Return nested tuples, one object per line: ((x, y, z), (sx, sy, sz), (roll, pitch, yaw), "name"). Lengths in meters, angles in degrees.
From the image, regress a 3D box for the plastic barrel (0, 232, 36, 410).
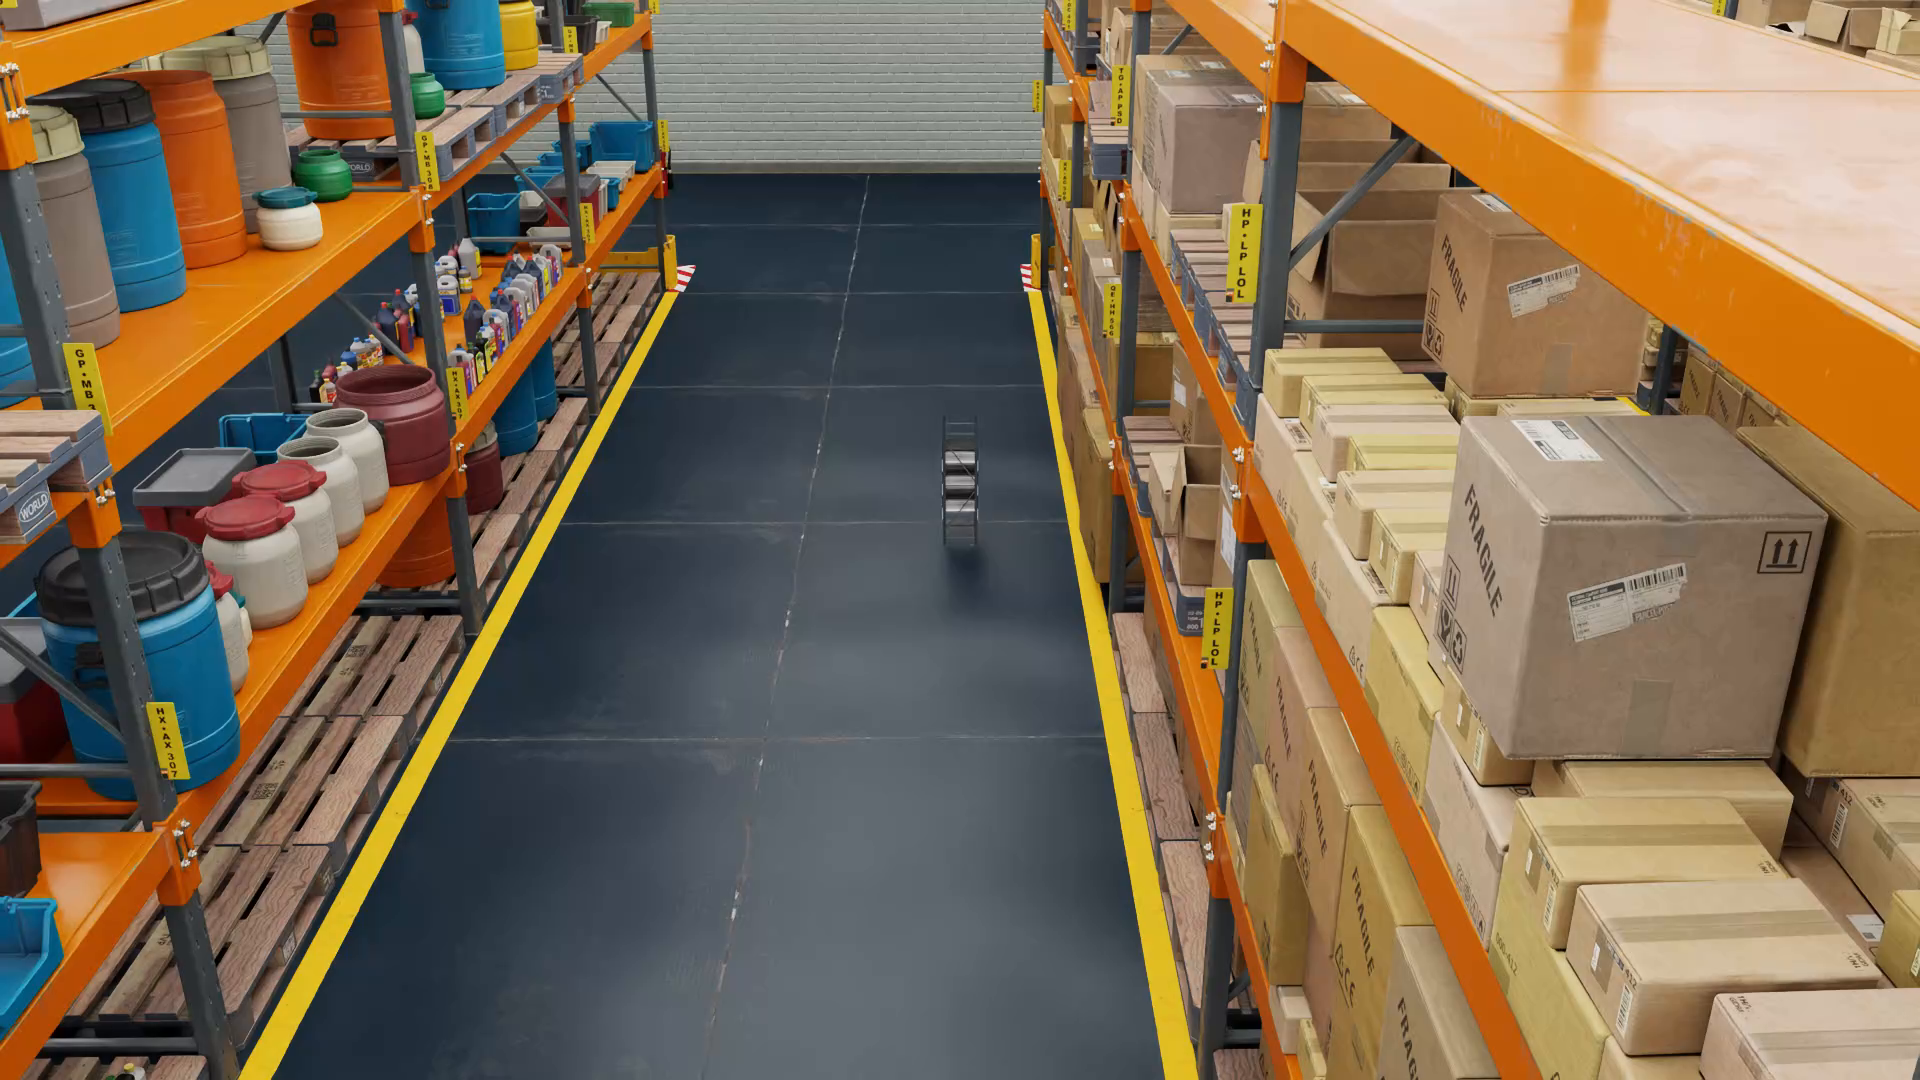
((-3.693, -0.937, 5.934), (0.600, 0.901, 0.708), (0, 24, -1), "plastic barrel")

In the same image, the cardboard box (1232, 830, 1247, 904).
((1.173, 1.152, 5.868), (0.380, 0.149, 0.250), (0, 24, -1), "cardboard box")

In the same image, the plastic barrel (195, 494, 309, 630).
((-3.270, 0.107, 7.708), (0.433, 0.535, 0.433), (0, 24, 0), "plastic barrel")

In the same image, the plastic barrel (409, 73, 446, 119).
((-3.296, -2.707, 10.133), (0.294, 0.245, 0.294), (0, 24, 0), "plastic barrel")

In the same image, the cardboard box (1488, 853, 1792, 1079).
((1.258, 0.791, 2.903), (0.500, 0.250, 0.500), (0, 24, 0), "cardboard box")

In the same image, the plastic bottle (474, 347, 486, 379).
((-3.176, -1.164, 10.926), (0.097, 0.201, 0.097), (0, 24, 0), "plastic bottle")

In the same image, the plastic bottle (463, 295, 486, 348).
((-3.360, -1.520, 11.531), (0.144, 0.351, 0.185), (0, 24, -1), "plastic bottle")

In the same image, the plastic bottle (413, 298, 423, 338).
((-3.801, -1.574, 11.747), (0.097, 0.271, 0.097), (0, 24, 0), "plastic bottle")

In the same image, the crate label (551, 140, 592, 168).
((-3.928, -3.926, 16.921), (0.416, 0.233, 0.303), (0, 24, -1), "crate label")

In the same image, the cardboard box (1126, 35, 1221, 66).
((1.359, -2.660, 9.717), (0.797, 0.503, 0.637), (1, 24, 3), "cardboard box")

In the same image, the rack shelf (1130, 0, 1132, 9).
((1.416, -3.852, 10.704), (1.077, 0.370, 4.000), (0, 24, -1), "rack shelf")

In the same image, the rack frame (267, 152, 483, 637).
((-3.515, -0.782, 9.838), (1.000, 3.000, 0.127), (0, 24, -1), "rack frame")

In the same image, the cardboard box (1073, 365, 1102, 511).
((1.449, -0.679, 11.680), (1.225, 0.875, 0.875), (0, 24, 0), "cardboard box")

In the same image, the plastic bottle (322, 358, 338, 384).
((-3.948, -0.988, 10.437), (0.061, 0.283, 0.133), (0, 24, -1), "plastic bottle")

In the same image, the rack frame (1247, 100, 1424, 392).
((1.482, -1.889, 5.007), (1.000, 3.000, 0.127), (0, 24, -1), "rack frame")

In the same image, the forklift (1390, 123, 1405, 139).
((3.899, -2.113, 12.864), (3.031, 2.935, 1.130), (5, 25, 12), "forklift")

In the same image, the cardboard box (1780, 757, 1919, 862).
((1.791, 0.475, 3.119), (0.380, 0.149, 0.250), (0, 24, -1), "cardboard box")

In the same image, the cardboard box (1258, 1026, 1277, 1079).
((1.446, 1.957, 6.307), (0.500, 0.500, 0.500), (-1, 24, -2), "cardboard box")

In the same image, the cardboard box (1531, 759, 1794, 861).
((1.308, 0.474, 3.121), (0.380, 0.149, 0.250), (0, 24, 0), "cardboard box")

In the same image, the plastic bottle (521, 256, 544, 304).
((-3.219, -1.954, 12.490), (0.144, 0.351, 0.185), (0, 24, -1), "plastic bottle")

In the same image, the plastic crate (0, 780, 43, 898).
((-3.592, 1.111, 5.729), (0.767, 0.338, 0.504), (0, 24, -1), "plastic crate")

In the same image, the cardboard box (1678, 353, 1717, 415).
((6.098, -1.180, 13.242), (0.500, 0.500, 0.500), (1, 24, 1), "cardboard box")

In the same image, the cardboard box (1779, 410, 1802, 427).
((6.123, -0.877, 11.663), (0.500, 0.250, 0.500), (0, 24, 1), "cardboard box")

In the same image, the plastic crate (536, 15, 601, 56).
((-3.298, -4.250, 14.026), (0.497, 0.269, 0.590), (0, 24, -1), "plastic crate")

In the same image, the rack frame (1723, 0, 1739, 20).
((6.355, -5.166, 12.253), (1.000, 3.000, 0.127), (0, 24, -1), "rack frame")

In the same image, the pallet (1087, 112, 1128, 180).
((1.378, -2.350, 9.894), (1.213, 0.211, 1.003), (1, 24, 2), "pallet")

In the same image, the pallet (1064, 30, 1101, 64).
((1.396, -4.116, 13.678), (1.003, 0.211, 1.213), (0, 24, -1), "pallet")

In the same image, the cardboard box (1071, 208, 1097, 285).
((1.150, -2.307, 13.090), (0.500, 0.500, 0.500), (0, 24, 0), "cardboard box")

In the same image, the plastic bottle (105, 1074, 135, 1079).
((-3.136, 2.101, 6.228), (0.061, 0.283, 0.133), (1, 24, 2), "plastic bottle")

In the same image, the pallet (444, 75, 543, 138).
((-3.437, -2.921, 11.157), (1.003, 0.211, 1.213), (0, 24, -1), "pallet")

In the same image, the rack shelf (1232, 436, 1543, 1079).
((1.504, 0.629, 3.951), (1.077, 0.370, 4.000), (0, 24, -1), "rack shelf")

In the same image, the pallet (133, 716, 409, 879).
((-3.534, 1.310, 8.598), (1.003, 0.211, 1.213), (0, 24, -1), "pallet")

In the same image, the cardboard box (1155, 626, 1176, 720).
((1.484, 0.639, 9.197), (0.700, 0.500, 0.500), (-2, 24, -5), "cardboard box")

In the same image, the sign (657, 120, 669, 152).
((-3.052, -4.162, 17.114), (0.100, 0.325, 0.005), (0, 24, -1), "sign")

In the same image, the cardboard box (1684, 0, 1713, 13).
((6.096, -4.148, 13.217), (0.500, 0.250, 0.500), (-1, 24, -3), "cardboard box")

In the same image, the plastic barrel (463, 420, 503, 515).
((-3.549, -0.541, 11.723), (0.600, 0.588, 0.708), (0, 24, -1), "plastic barrel")

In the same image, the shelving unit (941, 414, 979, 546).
((0.000, -0.413, 11.572), (0.258, 0.900, 0.210), (0, 24, -1), "shelving unit")

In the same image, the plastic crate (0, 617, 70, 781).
((-3.782, 0.639, 6.619), (0.402, 0.464, 0.583), (0, 24, -1), "plastic crate")

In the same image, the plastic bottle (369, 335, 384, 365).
((-3.938, -1.279, 11.180), (0.097, 0.201, 0.097), (0, 24, 0), "plastic bottle")

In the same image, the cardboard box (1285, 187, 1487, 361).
((1.576, -0.955, 5.947), (0.797, 0.503, 0.637), (-1, 24, -3), "cardboard box")

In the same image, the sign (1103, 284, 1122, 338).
((0.883, -1.328, 9.640), (0.100, 0.325, 0.005), (0, 24, -1), "sign")

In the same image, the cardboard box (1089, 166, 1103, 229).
((1.410, -2.692, 12.723), (0.797, 0.503, 0.637), (-1, 24, -2), "cardboard box")

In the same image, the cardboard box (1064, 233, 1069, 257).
((1.064, -2.462, 13.858), (0.380, 0.149, 0.250), (0, 24, 0), "cardboard box")

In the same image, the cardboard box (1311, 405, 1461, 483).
((1.230, -0.279, 4.784), (0.380, 0.149, 0.250), (0, 24, 0), "cardboard box")

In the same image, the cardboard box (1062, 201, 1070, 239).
((1.127, -2.700, 13.901), (0.500, 0.250, 0.500), (-1, 24, -2), "cardboard box")

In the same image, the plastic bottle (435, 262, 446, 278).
((-3.956, -1.980, 12.644), (0.097, 0.271, 0.097), (0, 24, 0), "plastic bottle")

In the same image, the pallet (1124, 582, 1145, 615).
((1.505, 0.141, 11.181), (1.003, 0.211, 1.213), (0, 24, -1), "pallet")

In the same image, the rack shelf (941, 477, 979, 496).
((0.000, -0.383, 11.586), (0.258, 0.077, 0.200), (0, 24, -1), "rack shelf")

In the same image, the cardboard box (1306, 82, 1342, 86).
((1.710, -2.037, 8.247), (0.500, 0.500, 0.500), (0, 24, -1), "cardboard box")

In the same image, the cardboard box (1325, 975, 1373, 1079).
((1.465, 1.467, 4.384), (0.875, 0.500, 0.500), (0, 24, -1), "cardboard box")

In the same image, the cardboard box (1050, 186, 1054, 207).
((1.043, -3.204, 15.500), (0.380, 0.149, 0.250), (-1, 24, -2), "cardboard box")

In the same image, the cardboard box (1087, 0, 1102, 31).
((1.326, -4.424, 13.498), (0.700, 0.500, 0.500), (-2, 24, -4), "cardboard box")

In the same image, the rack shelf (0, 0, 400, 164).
((-3.493, -2.181, 7.011), (1.077, 0.370, 4.000), (0, 24, -1), "rack shelf")

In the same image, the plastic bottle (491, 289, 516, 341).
((-3.209, -1.576, 11.655), (0.144, 0.351, 0.185), (0, 24, -1), "plastic bottle")

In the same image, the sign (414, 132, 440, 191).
((-2.964, -2.106, 9.254), (0.100, 0.325, 0.005), (0, 24, -1), "sign")
